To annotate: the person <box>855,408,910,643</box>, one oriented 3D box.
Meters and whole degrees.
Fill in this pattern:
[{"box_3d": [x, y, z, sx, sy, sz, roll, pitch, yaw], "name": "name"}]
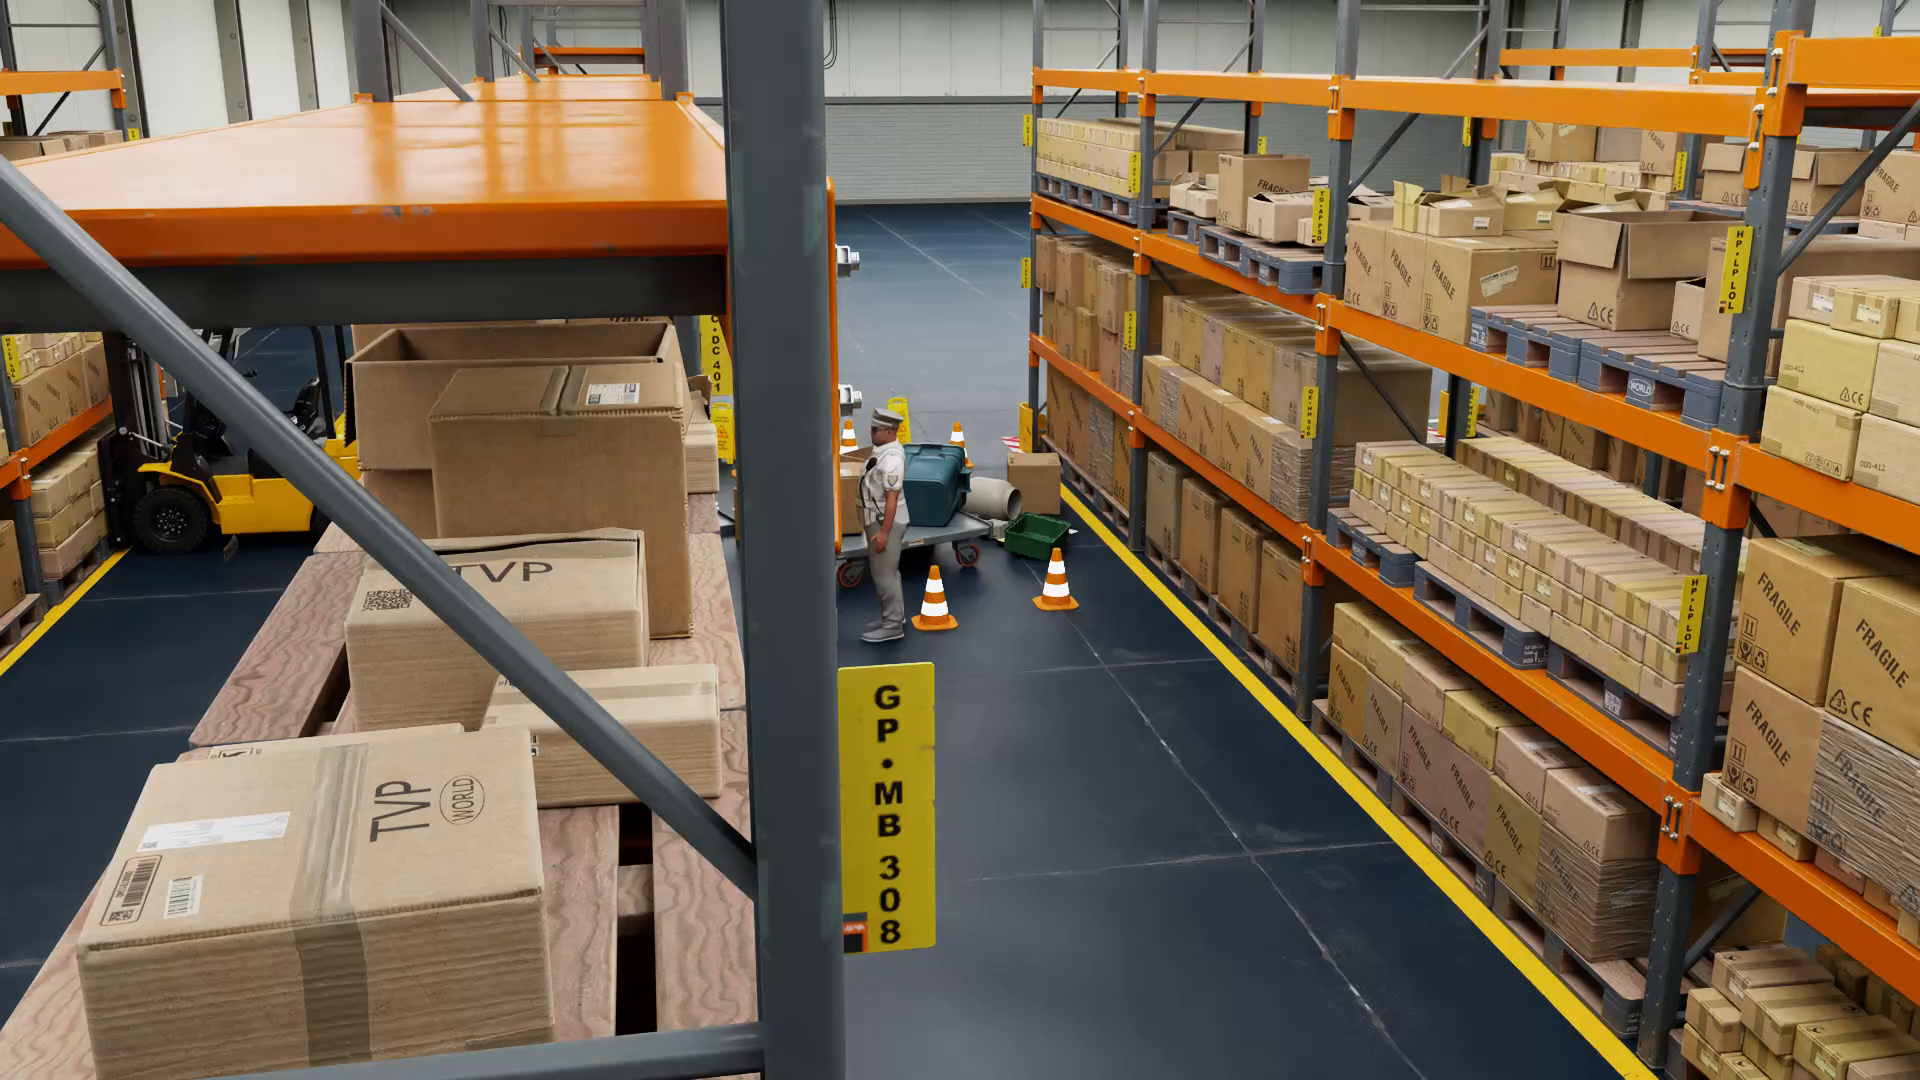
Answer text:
[{"box_3d": [-0.580, -0.107, 12.434, 0.392, 1.805, 0.542, -3, 16, -9], "name": "person"}]
